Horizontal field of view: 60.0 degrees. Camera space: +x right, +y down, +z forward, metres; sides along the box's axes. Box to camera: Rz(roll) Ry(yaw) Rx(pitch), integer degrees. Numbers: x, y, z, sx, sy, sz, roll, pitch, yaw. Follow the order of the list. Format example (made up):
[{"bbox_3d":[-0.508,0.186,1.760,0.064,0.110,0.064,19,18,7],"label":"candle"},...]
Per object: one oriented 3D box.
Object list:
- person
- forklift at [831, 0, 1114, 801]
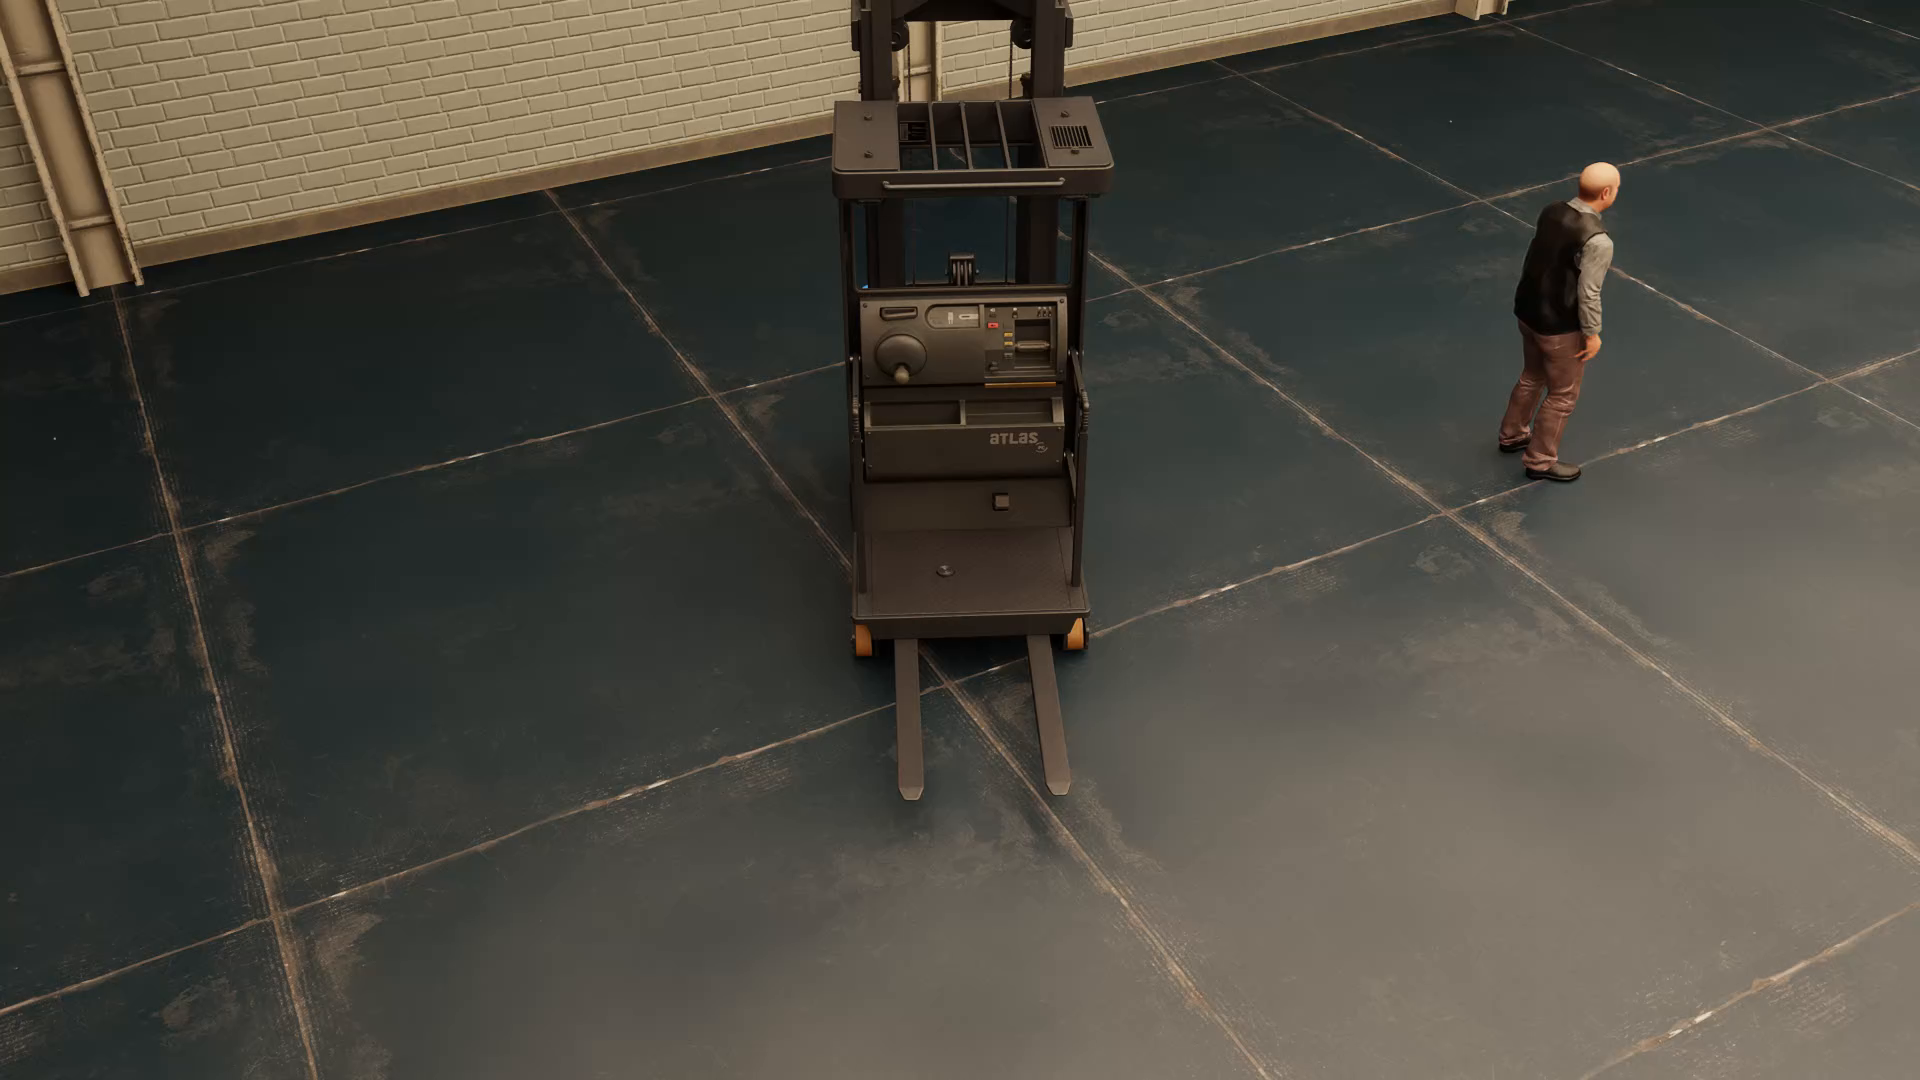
[{"bbox_3d":[3.159,-1.165,8.820,0.414,1.721,0.589,-8,36,-11],"label":"person"},{"bbox_3d":[0.031,-0.837,7.307,1.130,2.935,3.031,-2,35,-2],"label":"forklift"}]
